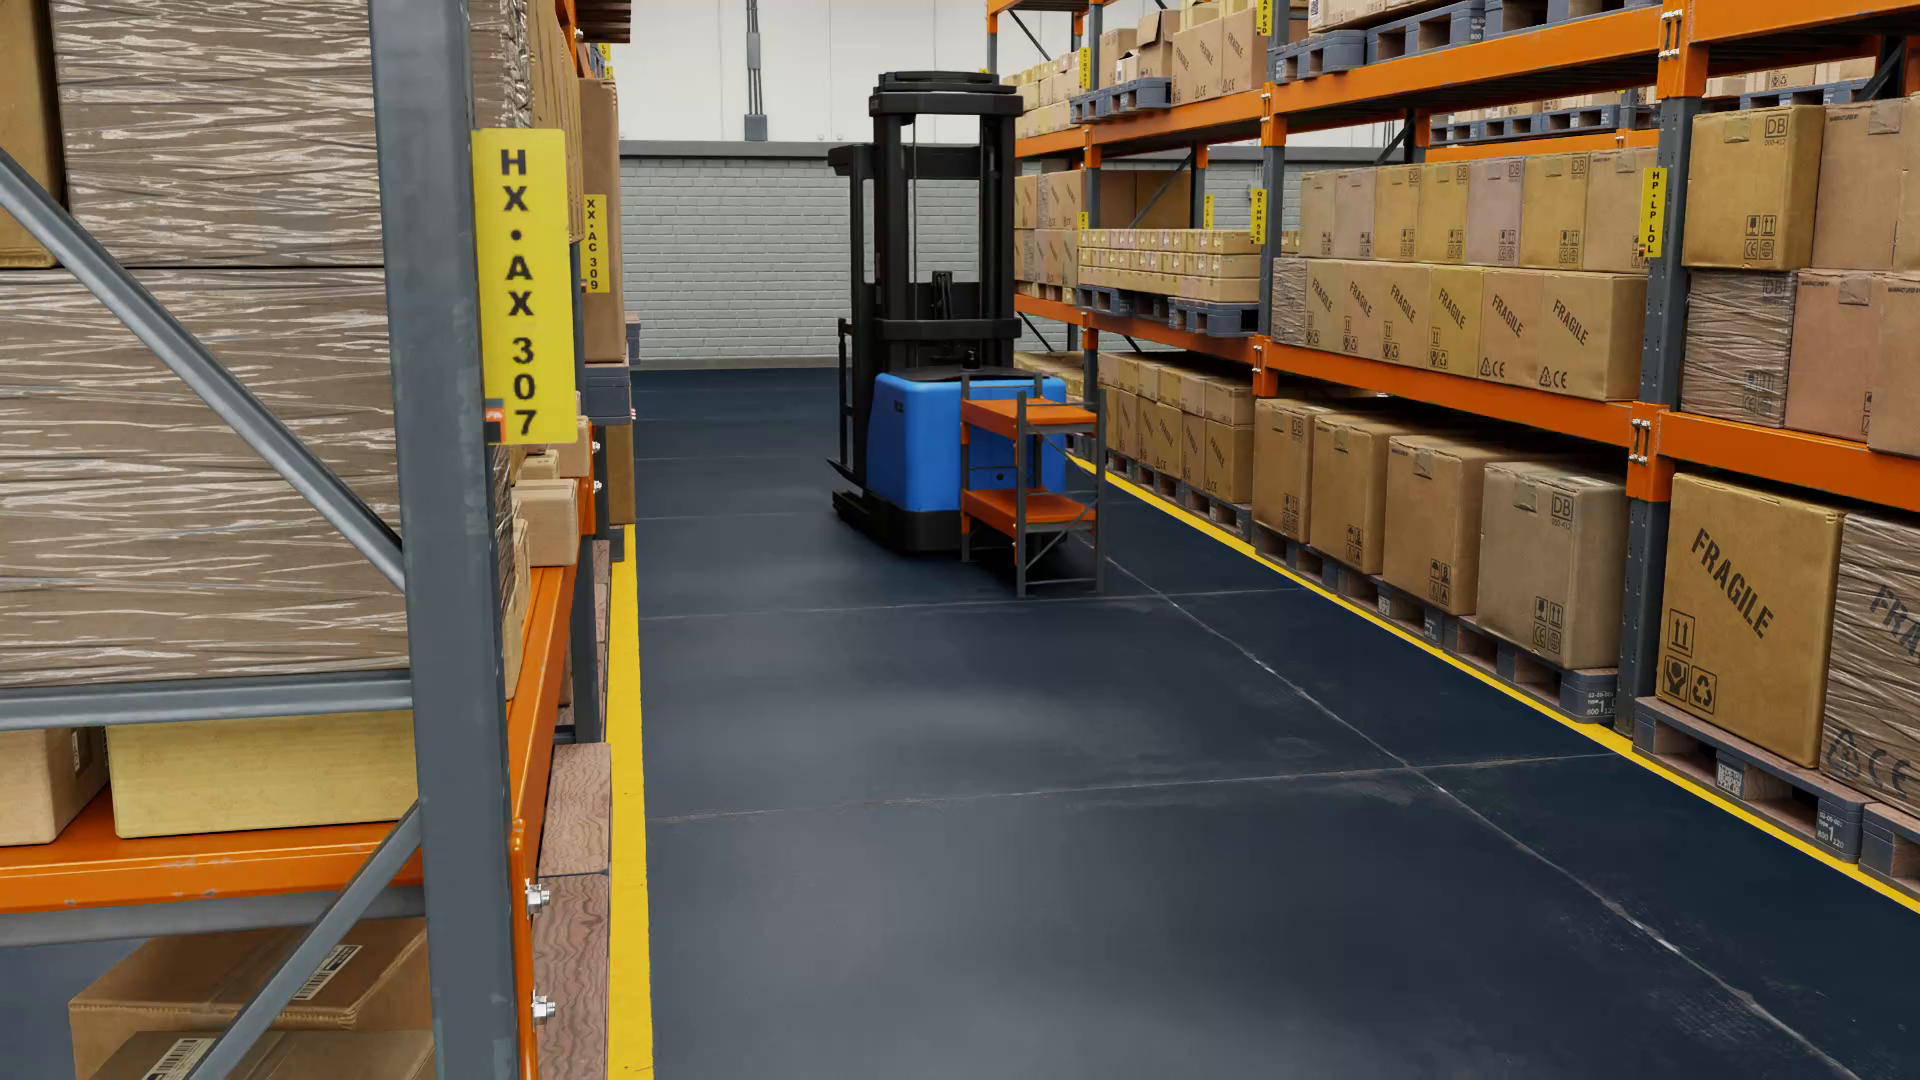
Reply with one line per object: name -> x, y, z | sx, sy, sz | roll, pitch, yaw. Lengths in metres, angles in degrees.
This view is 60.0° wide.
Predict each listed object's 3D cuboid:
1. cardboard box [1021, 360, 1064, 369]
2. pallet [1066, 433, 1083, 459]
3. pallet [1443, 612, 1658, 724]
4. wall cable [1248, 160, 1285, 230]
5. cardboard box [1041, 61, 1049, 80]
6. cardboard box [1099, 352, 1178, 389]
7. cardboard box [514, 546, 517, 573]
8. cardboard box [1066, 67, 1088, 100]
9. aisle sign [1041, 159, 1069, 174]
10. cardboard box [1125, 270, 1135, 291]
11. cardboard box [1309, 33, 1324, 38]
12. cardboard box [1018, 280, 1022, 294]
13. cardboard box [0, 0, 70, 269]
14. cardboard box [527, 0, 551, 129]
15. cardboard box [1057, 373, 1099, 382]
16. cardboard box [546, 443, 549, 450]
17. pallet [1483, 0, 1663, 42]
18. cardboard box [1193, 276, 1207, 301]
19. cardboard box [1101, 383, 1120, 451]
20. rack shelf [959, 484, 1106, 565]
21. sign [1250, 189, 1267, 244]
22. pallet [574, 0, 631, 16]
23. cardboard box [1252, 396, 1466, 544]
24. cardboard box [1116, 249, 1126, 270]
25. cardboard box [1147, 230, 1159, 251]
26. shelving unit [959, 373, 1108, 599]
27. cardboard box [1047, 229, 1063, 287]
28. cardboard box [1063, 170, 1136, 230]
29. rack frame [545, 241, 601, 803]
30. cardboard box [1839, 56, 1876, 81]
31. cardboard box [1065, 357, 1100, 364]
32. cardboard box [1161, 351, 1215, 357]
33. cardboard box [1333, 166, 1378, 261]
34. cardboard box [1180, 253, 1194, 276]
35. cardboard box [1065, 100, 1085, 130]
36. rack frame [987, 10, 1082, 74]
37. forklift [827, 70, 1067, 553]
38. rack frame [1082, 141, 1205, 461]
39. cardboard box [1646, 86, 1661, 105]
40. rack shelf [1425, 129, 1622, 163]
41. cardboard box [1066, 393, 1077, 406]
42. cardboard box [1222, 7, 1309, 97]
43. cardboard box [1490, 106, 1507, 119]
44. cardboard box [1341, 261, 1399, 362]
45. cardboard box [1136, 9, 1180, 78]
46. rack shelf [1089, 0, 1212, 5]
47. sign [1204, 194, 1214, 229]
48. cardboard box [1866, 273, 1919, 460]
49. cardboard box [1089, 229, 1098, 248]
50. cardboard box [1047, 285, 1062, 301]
cardboard box -> 0.821, -1.712, 16.582 | 0.380, 0.149, 0.250 | -2, 11, -9
pallet -> 1.396, -0.932, 15.029 | 1.003, 0.211, 1.213 | -2, 11, -11
pallet -> 2.893, 0.518, 7.409 | 1.003, 0.211, 1.213 | -2, 11, -11
wall cable -> 4.500, -4.660, 24.356 | 0.585, 1.953, 0.123 | -2, 11, -11
cardboard box -> 0.955, -4.305, 15.268 | 0.380, 0.149, 0.250 | -2, 11, -11
cardboard box -> 1.446, -1.382, 13.489 | 0.500, 0.250, 0.500 | -3, 11, -14
cardboard box -> -0.944, 0.107, 2.783 | 0.380, 0.149, 0.250 | -2, 11, -11
cardboard box -> 1.222, -3.901, 14.211 | 0.500, 0.250, 0.500 | -3, 11, -14
aisle sign -> 1.063, -4.215, 17.867 | 0.394, 0.787, 0.004 | -2, 11, -11
cardboard box -> 1.446, -1.935, 12.387 | 0.380, 0.149, 0.250 | -2, 11, -12
cardboard box -> 2.247, -2.985, 9.615 | 0.380, 0.149, 0.250 | -3, 11, -13
cardboard box -> 0.800, -2.580, 16.900 | 0.380, 0.149, 0.250 | -2, 11, -8
cardboard box -> -1.339, -0.596, 2.066 | 0.500, 0.500, 0.500 | -2, 11, -11
cardboard box -> -0.920, -0.706, 2.649 | 0.500, 0.500, 0.500 | -2, 11, -11
cardboard box -> 1.093, -1.425, 15.069 | 0.380, 0.149, 0.250 | -2, 11, -12
cardboard box -> -1.243, -0.168, 4.227 | 0.380, 0.149, 0.250 | -2, 11, -11
pallet -> 2.891, -2.259, 7.030 | 0.805, 0.209, 1.217 | -3, 11, -13
cardboard box -> 1.746, -1.649, 10.885 | 0.380, 0.149, 0.250 | -2, 11, -11
cardboard box -> 1.445, -1.013, 13.559 | 0.500, 0.500, 0.500 | -2, 11, -9
rack shelf -> 0.399, -0.102, 9.529 | 0.538, 0.278, 1.000 | -3, 11, -17
sign -> 1.809, -1.955, 10.060 | 0.100, 0.325, 0.005 | -2, 11, -11
pallet -> -1.783, -2.049, 5.921 | 1.213, 0.211, 1.003 | -2, 11, -11
cardboard box -> 2.369, -0.433, 9.840 | 1.050, 0.750, 0.750 | -2, 11, -12
cardboard box -> 1.395, -2.128, 12.609 | 0.380, 0.149, 0.250 | -2, 11, -9
cardboard box -> 1.545, -2.132, 11.833 | 0.380, 0.149, 0.250 | -2, 11, -8
shelving unit -> 0.399, -0.342, 9.484 | 0.538, 1.125, 1.048 | -3, 11, -17
cardboard box -> 1.090, -2.549, 15.003 | 0.500, 0.500, 0.500 | -2, 11, -13
cardboard box -> 1.205, -2.943, 14.398 | 0.500, 0.500, 0.500 | -3, 11, -13
rack frame -> -1.768, -0.551, 5.568 | 1.000, 3.000, 0.127 | -2, 11, -11
cardboard box -> 6.796, -3.549, 11.905 | 0.700, 0.500, 0.500 | -3, 11, -14
cardboard box -> 1.291, -1.783, 16.952 | 0.380, 0.149, 0.250 | -3, 11, -13
cardboard box -> 1.954, -1.399, 13.583 | 0.500, 0.250, 0.500 | -2, 11, -13
cardboard box -> 2.516, -1.811, 9.249 | 0.700, 0.500, 0.500 | -2, 11, -12
cardboard box -> 1.689, -1.846, 11.129 | 0.380, 0.149, 0.250 | -2, 11, -10
cardboard box -> 1.201, -3.660, 14.283 | 0.500, 0.250, 0.500 | -2, 11, -10
rack frame -> 0.783, -5.861, 17.421 | 1.000, 3.000, 0.127 | -2, 11, -11
forklift -> -0.255, -1.596, 11.241 | 1.130, 2.935, 3.031 | -3, 11, -17
rack frame -> 1.561, -2.180, 14.128 | 1.000, 3.000, 0.127 | -2, 11, -11
cardboard box -> 6.151, -3.888, 14.315 | 0.396, 0.266, 0.258 | -2, 11, -12
rack shelf -> 6.008, -3.865, 16.885 | 1.077, 0.370, 4.000 | -2, 11, -11
cardboard box -> 1.123, -1.227, 14.828 | 0.380, 0.149, 0.250 | -3, 11, -14
cardboard box -> 1.979, -3.065, 10.485 | 0.500, 0.500, 0.500 | -2, 11, -11
cardboard box -> 5.861, -4.521, 17.252 | 0.500, 0.311, 0.500 | -2, 11, -10
cardboard box -> 2.361, -1.218, 8.804 | 0.500, 0.500, 0.500 | -2, 11, -11
cardboard box -> 1.733, -3.622, 12.285 | 0.797, 0.503, 0.637 | -2, 11, -12
rack shelf -> 1.950, -4.210, 11.744 | 1.077, 0.370, 4.000 | -2, 11, -11
sign -> 2.105, -2.770, 14.129 | 0.100, 0.325, 0.005 | -2, 11, -11
cardboard box -> 3.319, -0.516, 4.983 | 0.875, 0.550, 0.550 | -2, 11, -11
cardboard box -> 1.247, -2.415, 13.321 | 0.380, 0.149, 0.250 | -2, 11, -9
cardboard box -> 1.018, -2.292, 15.387 | 0.380, 0.149, 0.250 | -3, 11, -13
